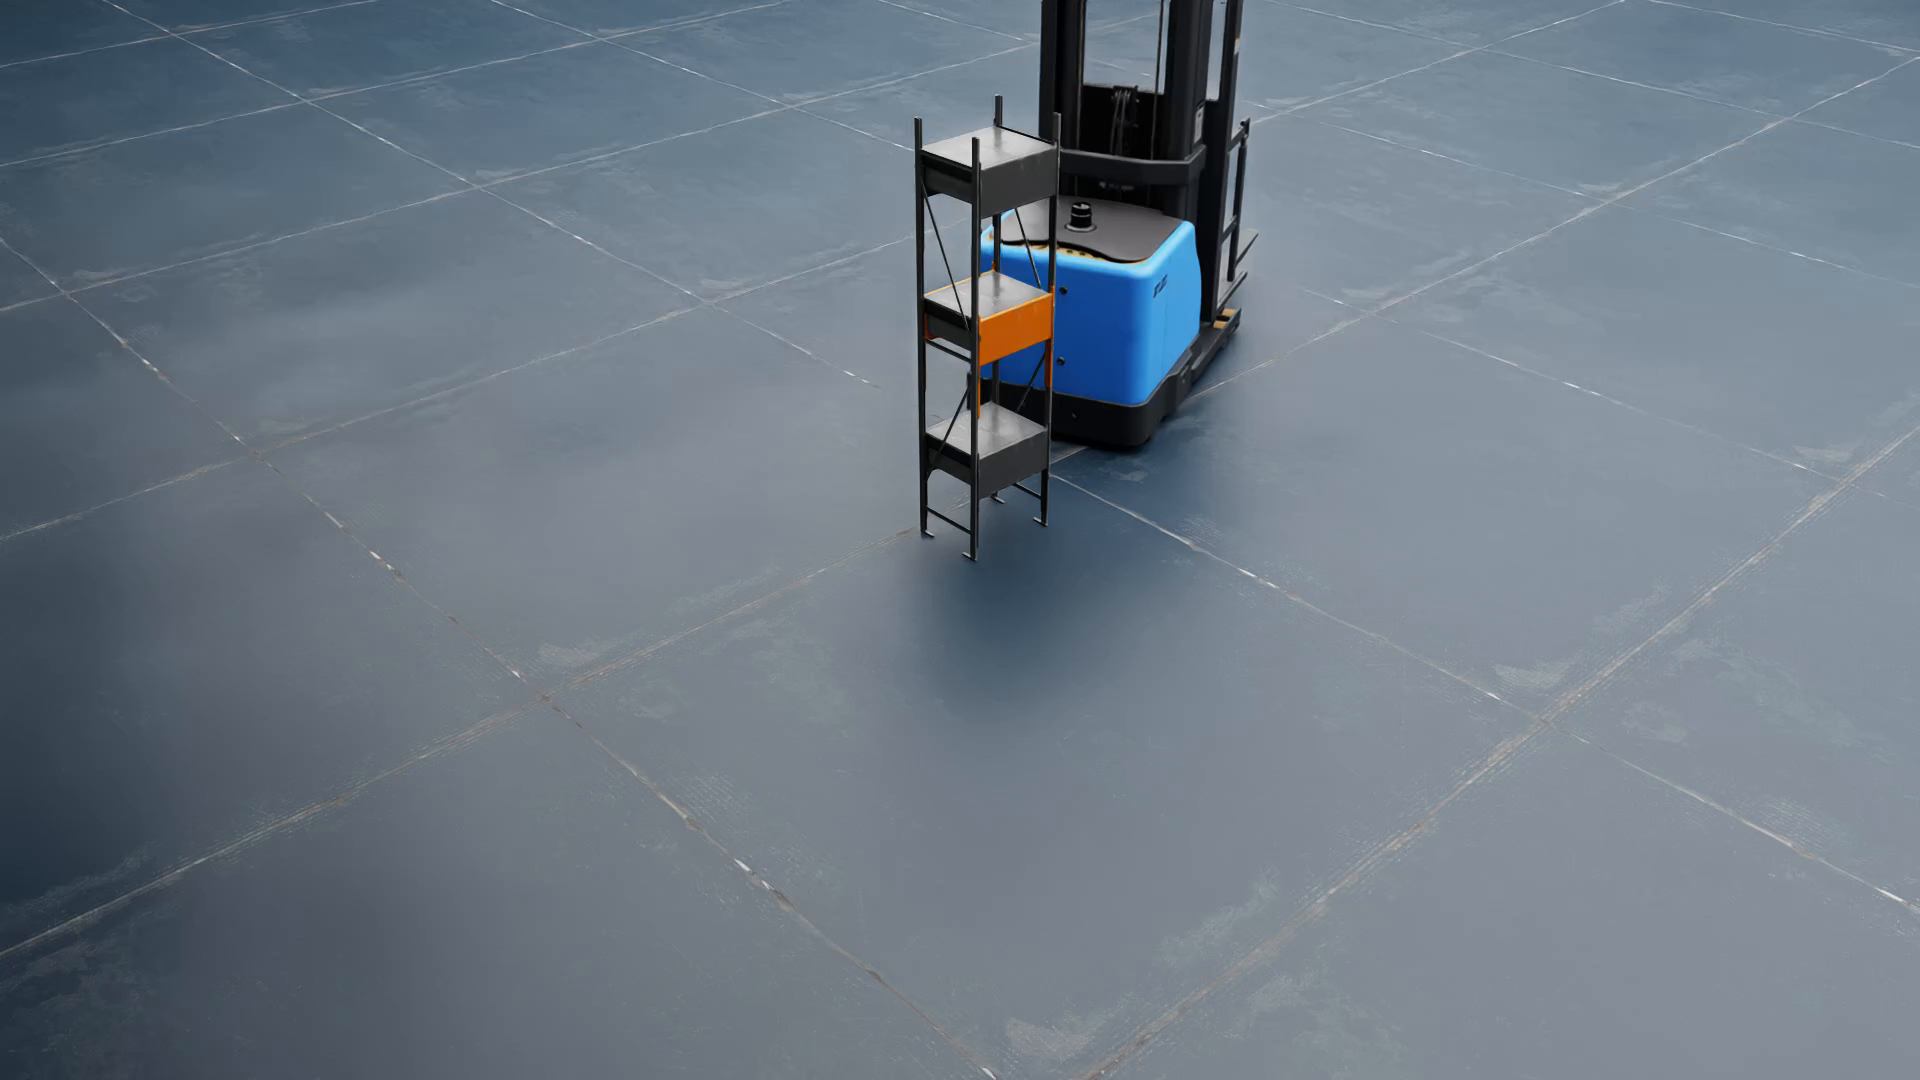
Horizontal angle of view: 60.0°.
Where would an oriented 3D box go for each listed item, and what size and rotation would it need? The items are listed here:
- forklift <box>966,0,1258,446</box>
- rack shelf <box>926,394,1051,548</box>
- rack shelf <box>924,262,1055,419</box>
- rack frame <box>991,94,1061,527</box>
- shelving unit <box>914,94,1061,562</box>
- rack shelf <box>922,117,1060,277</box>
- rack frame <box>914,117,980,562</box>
[{"bbox_3d":[1.095,-2.508,9.541,1.130,2.935,3.031,13,34,20],"label":"forklift"},{"bbox_3d":[0.121,-0.346,8.171,0.480,0.518,0.431,-26,40,-35],"label":"rack shelf"},{"bbox_3d":[0.121,-0.943,7.805,0.480,0.518,0.431,-26,40,-35],"label":"rack shelf"},{"bbox_3d":[0.300,-1.041,7.940,0.015,2.100,0.400,-26,40,-35],"label":"rack frame"},{"bbox_3d":[0.121,-0.955,7.798,0.503,2.100,0.431,-26,40,-35],"label":"shelving unit"},{"bbox_3d":[0.121,-1.540,7.440,0.480,0.518,0.431,-26,40,-35],"label":"rack shelf"},{"bbox_3d":[-0.058,-0.868,7.657,0.015,2.100,0.400,-26,40,-35],"label":"rack frame"}]
